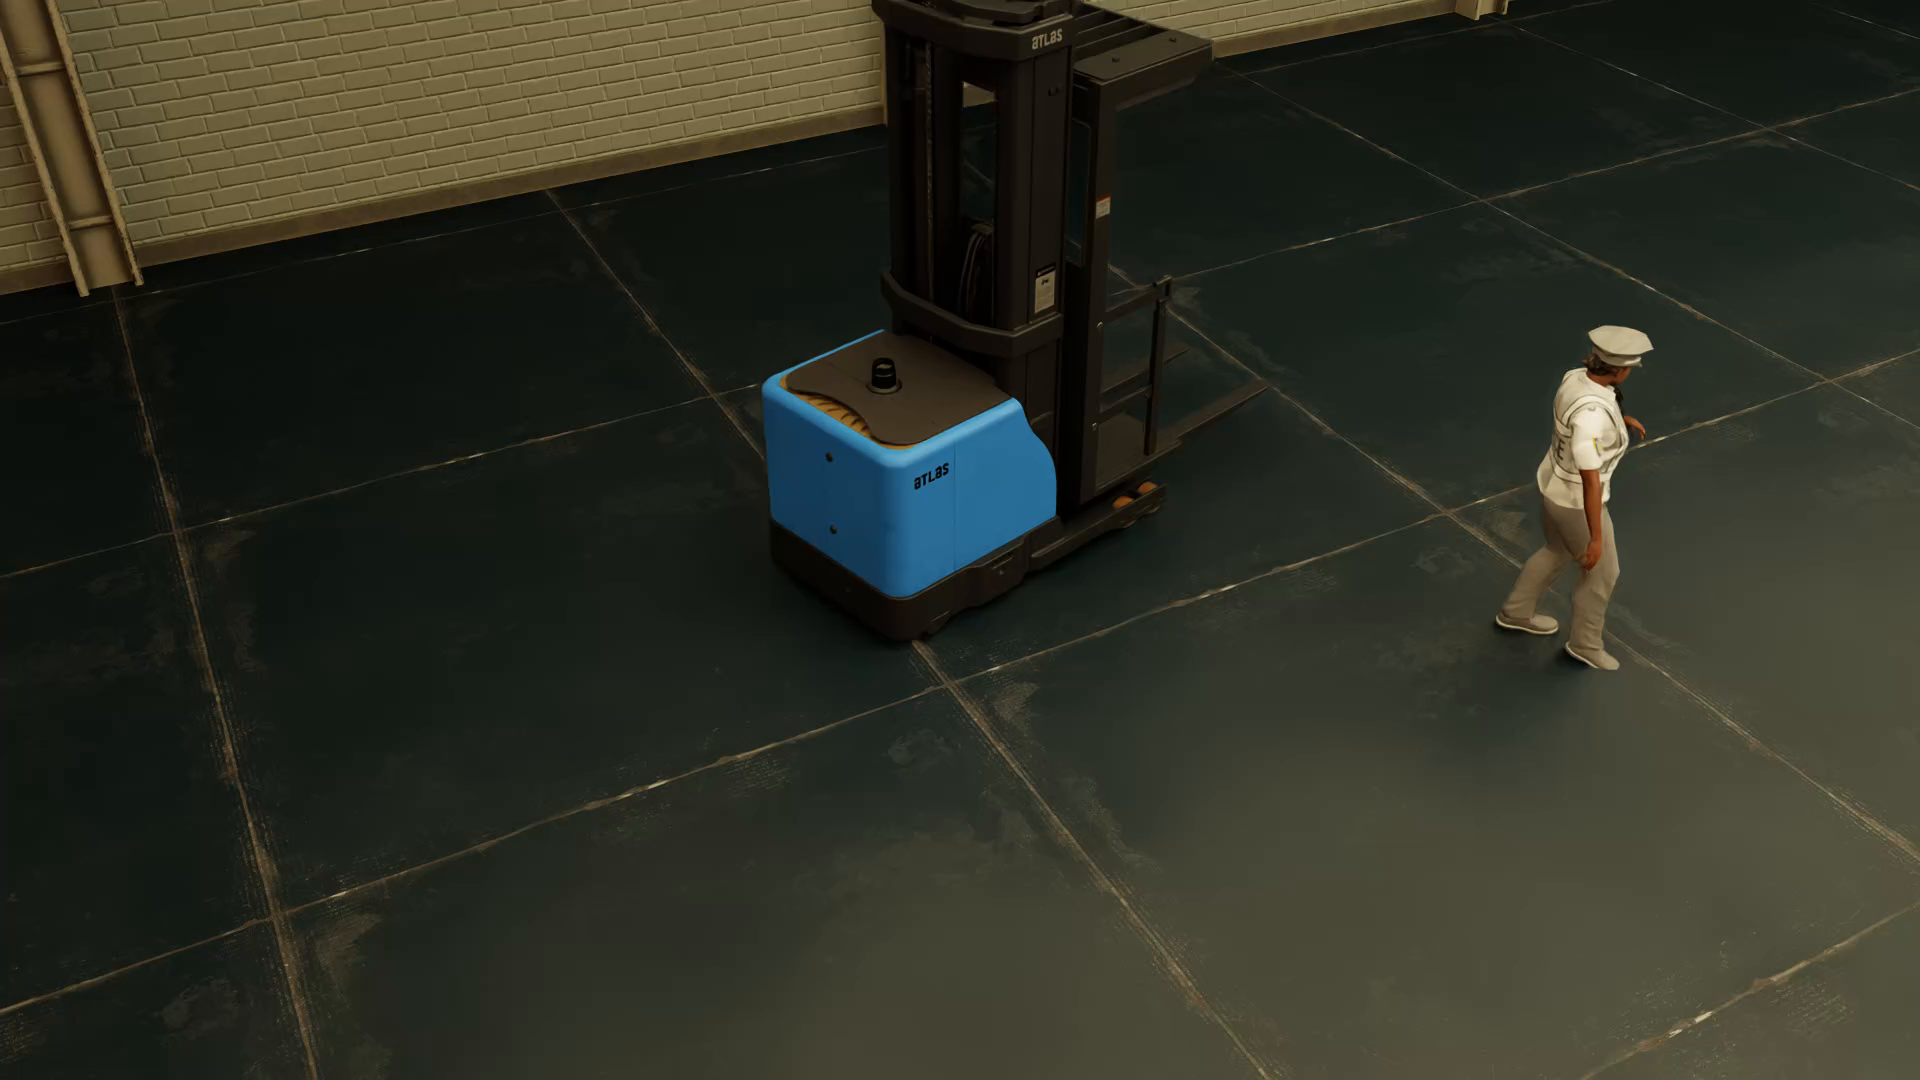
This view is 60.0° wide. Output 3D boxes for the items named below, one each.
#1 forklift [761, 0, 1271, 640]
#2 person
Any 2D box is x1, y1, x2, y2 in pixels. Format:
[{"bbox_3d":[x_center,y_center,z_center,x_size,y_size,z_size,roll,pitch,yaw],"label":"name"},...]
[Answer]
[{"bbox_3d":[0.457,-1.458,8.186,3.031,2.935,1.130,-29,44,-34],"label":"forklift"},{"bbox_3d":[2.870,-0.161,7.523,0.578,1.688,0.906,6,36,9],"label":"person"}]
